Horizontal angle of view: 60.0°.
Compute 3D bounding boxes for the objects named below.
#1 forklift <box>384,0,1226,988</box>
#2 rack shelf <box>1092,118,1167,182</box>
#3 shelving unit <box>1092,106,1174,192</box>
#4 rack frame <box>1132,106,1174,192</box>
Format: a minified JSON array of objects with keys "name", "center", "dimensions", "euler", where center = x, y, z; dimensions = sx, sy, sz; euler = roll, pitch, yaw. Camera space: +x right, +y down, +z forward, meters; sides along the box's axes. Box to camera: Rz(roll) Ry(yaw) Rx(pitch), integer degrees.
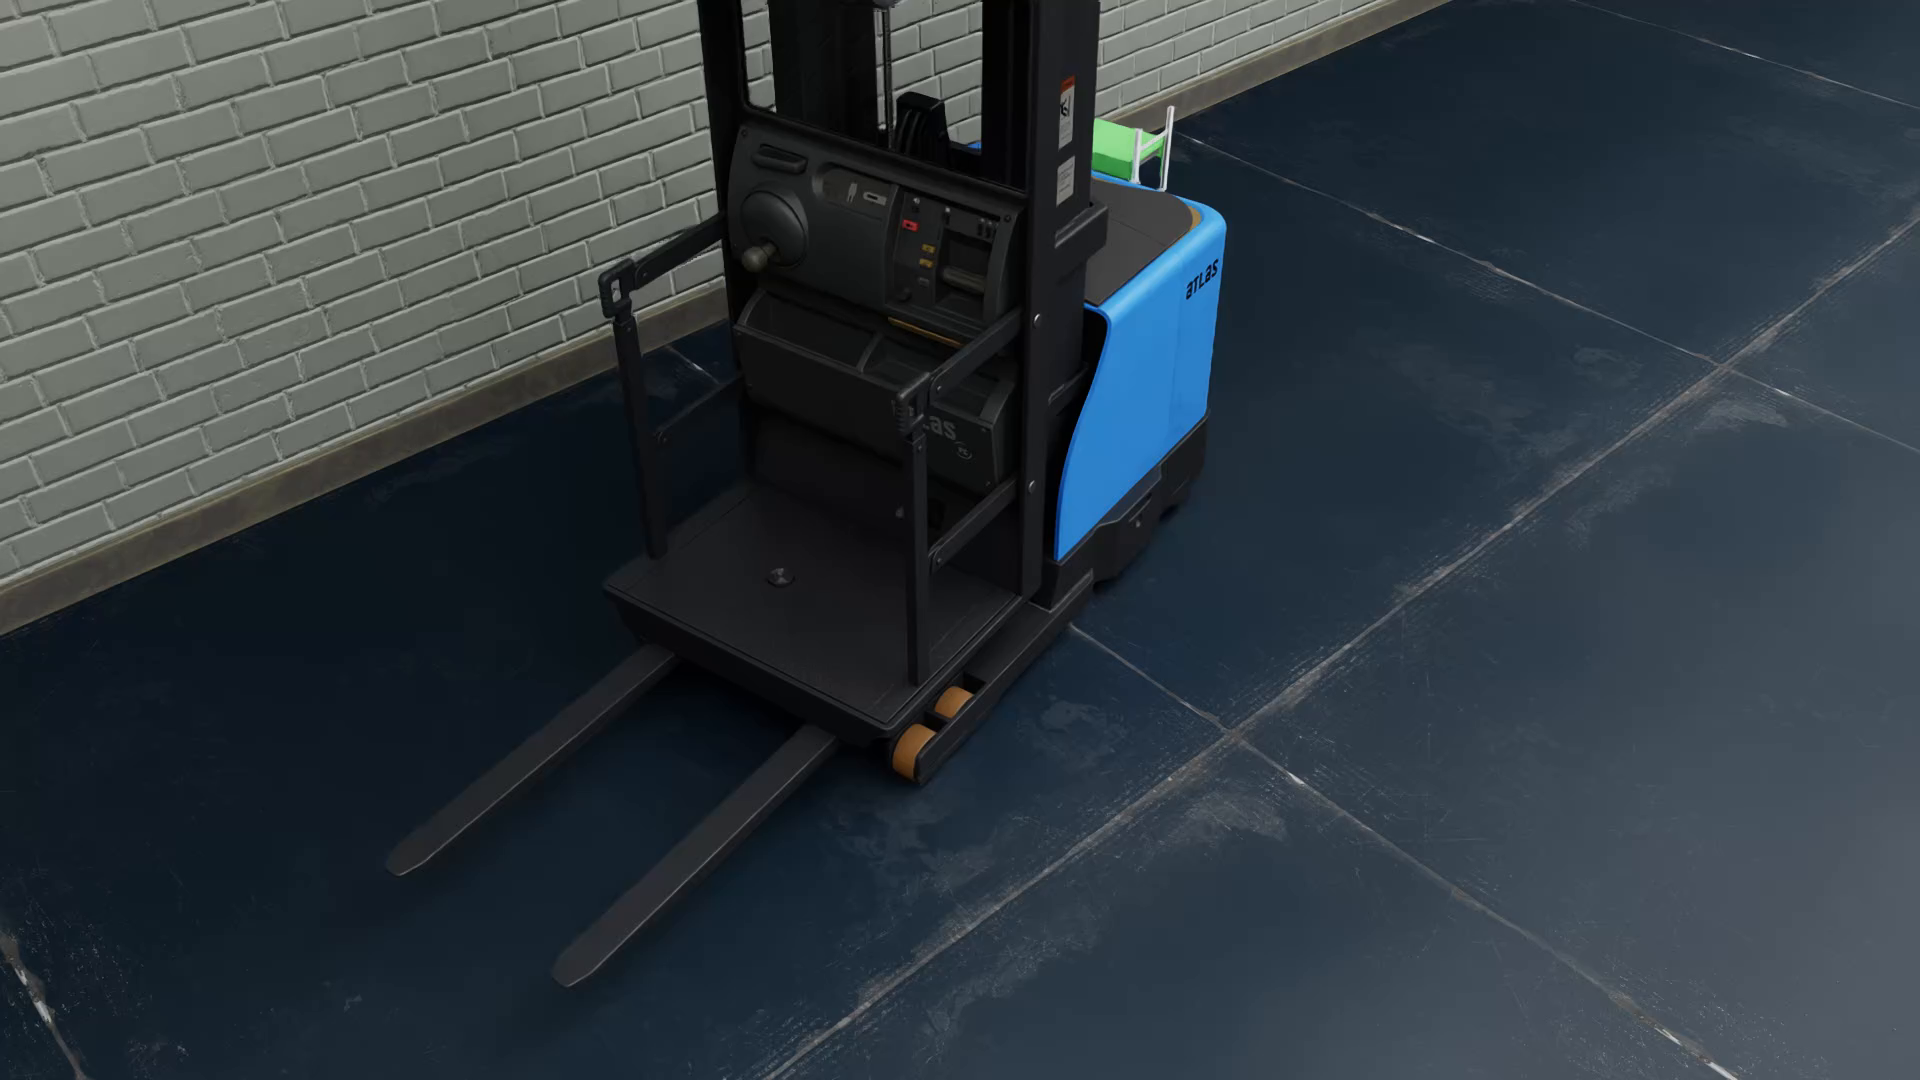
[{"name":"forklift","center":[-0.373,-0.778,4.381],"dimensions":[1.130,2.935,3.031],"euler":[23,44,26]},{"name":"rack shelf","center":[0.453,-1.362,5.814],"dimensions":[0.480,0.148,0.258],"euler":[24,43,26]},{"name":"shelving unit","center":[0.447,-1.033,6.068],"dimensions":[0.503,1.200,0.258],"euler":[24,43,26]},{"name":"rack frame","center":[0.647,-0.945,5.960],"dimensions":[0.015,1.200,0.240],"euler":[24,43,26]}]
